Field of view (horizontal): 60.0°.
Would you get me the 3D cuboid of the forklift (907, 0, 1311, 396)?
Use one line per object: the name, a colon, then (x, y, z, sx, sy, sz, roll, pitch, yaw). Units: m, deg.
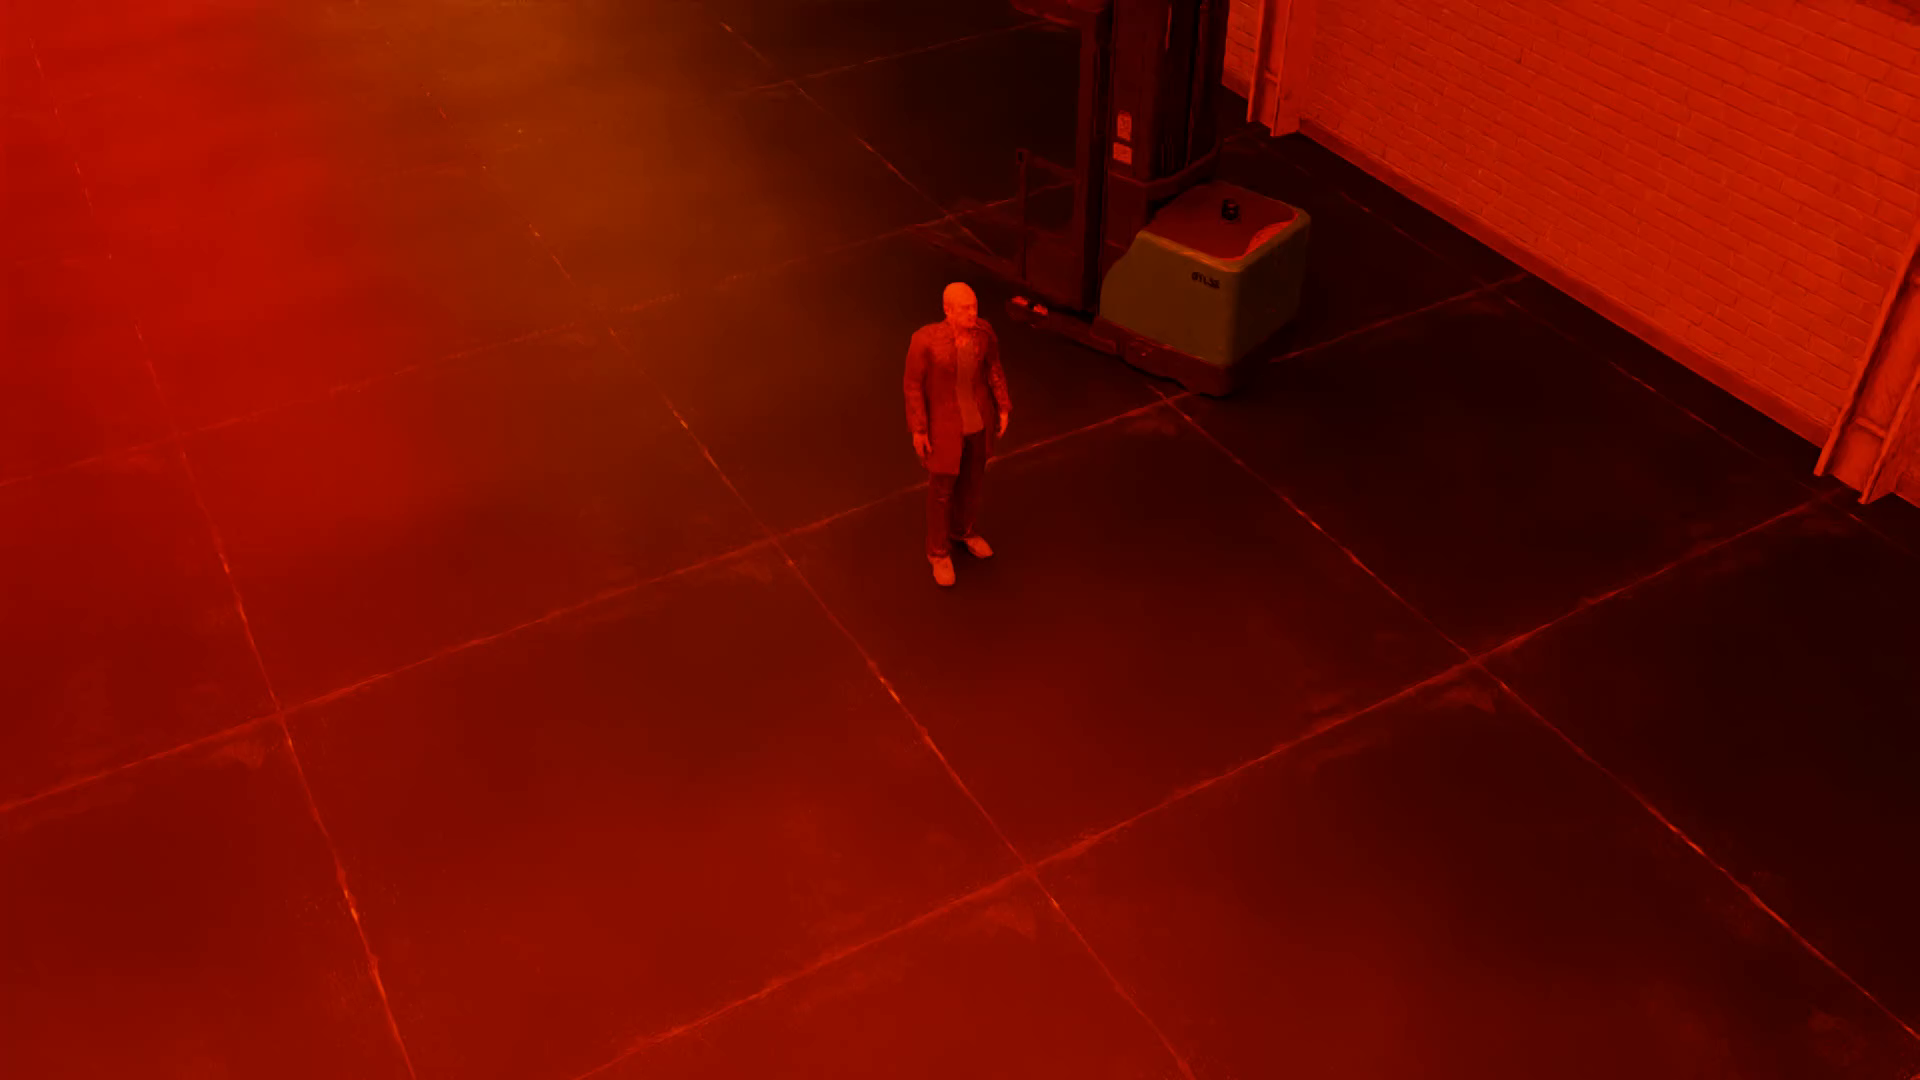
forklift: (0.962, -2.884, 11.564, 3.031, 2.867, 1.129, 28, 47, 30)

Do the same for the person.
person: (0.044, -0.631, 9.689, 0.648, 1.776, 0.560, -20, 44, -23)
